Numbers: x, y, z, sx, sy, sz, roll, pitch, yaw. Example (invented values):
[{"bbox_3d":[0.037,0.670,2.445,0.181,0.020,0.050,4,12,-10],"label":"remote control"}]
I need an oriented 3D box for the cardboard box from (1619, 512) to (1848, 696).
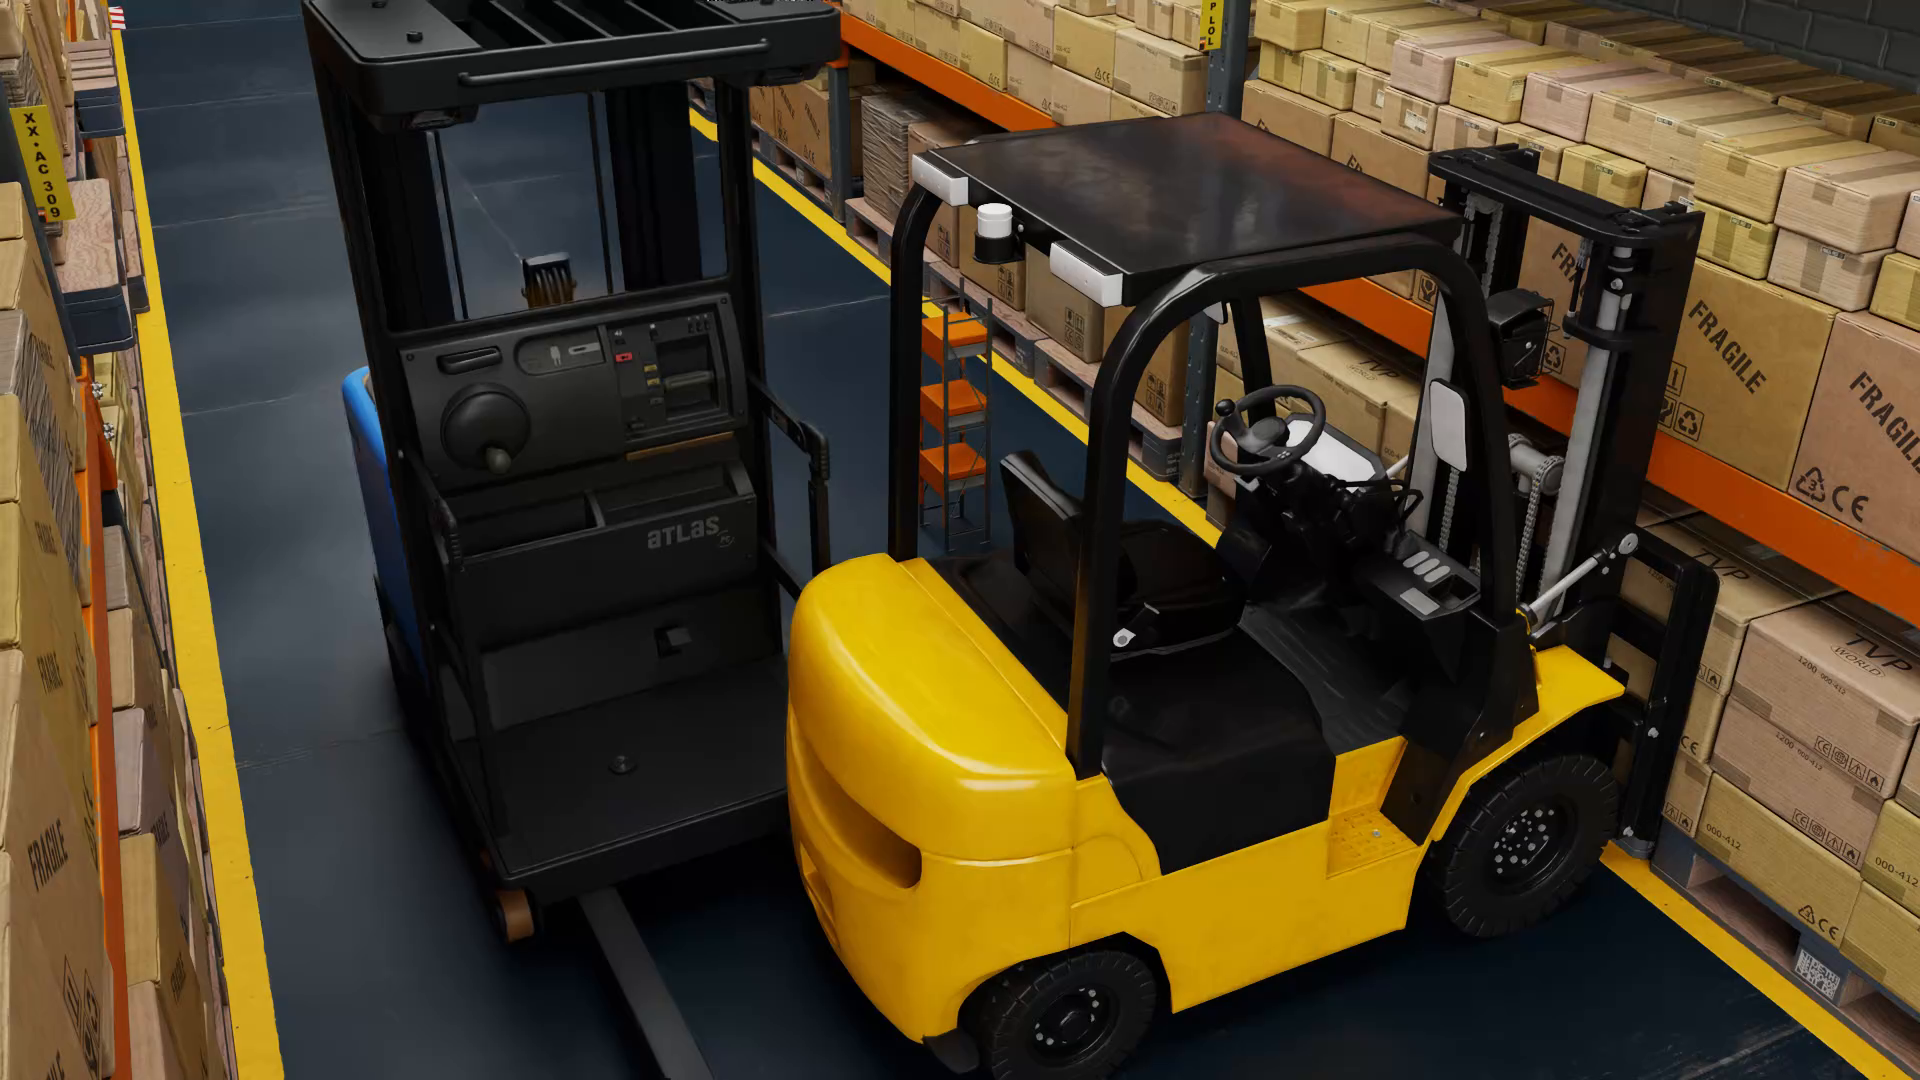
[{"bbox_3d":[2.199,0.159,4.759,0.500,0.250,0.500,-13,32,-21],"label":"cardboard box"}]

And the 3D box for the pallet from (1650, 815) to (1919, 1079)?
[{"bbox_3d":[2.762,1.049,4.663,1.003,0.211,1.213,-13,32,-22],"label":"pallet"}]

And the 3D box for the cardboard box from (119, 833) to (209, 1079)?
[{"bbox_3d":[-1.897,1.017,3.485,0.500,0.500,0.500,-12,32,-21],"label":"cardboard box"}]

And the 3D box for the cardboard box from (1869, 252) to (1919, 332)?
[{"bbox_3d":[2.438,-0.605,3.997,0.380,0.149,0.250,-13,32,-22],"label":"cardboard box"}]

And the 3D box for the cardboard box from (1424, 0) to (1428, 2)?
[{"bbox_3d":[1.821,-1.984,6.151,0.380,0.149,0.250,-13,32,-22],"label":"cardboard box"}]

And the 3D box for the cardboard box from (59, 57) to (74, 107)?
[{"bbox_3d":[-3.873,-1.870,6.845,0.380,0.149,0.250,-13,32,-21],"label":"cardboard box"}]

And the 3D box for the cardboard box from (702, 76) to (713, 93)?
[{"bbox_3d":[-1.571,-3.516,12.080,0.500,0.500,0.500,-14,32,-23],"label":"cardboard box"}]

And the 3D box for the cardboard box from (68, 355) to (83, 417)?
[{"bbox_3d":[-2.657,-0.374,4.606,0.380,0.149,0.250,-13,32,-22],"label":"cardboard box"}]

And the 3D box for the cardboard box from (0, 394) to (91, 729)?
[{"bbox_3d":[-1.977,0.089,3.118,0.500,0.500,0.500,-14,32,-23],"label":"cardboard box"}]

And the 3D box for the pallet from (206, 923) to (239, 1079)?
[{"bbox_3d":[-2.222,1.484,3.888,1.003,0.211,1.213,-13,32,-22],"label":"pallet"}]

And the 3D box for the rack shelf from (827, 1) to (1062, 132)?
[{"bbox_3d":[0.553,-2.175,8.297,1.077,0.370,4.000,-13,32,-22],"label":"rack shelf"}]

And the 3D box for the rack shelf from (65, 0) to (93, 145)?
[{"bbox_3d":[-5.646,-2.898,9.586,1.077,0.370,4.000,-13,32,-22],"label":"rack shelf"}]

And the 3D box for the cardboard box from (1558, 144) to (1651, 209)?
[{"bbox_3d":[1.956,-1.048,4.787,0.380,0.149,0.250,-14,32,-23],"label":"cardboard box"}]

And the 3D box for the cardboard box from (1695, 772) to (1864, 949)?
[{"bbox_3d":[2.436,0.815,4.611,0.500,0.250,0.500,-13,32,-22],"label":"cardboard box"}]

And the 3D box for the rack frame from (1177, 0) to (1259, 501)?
[{"bbox_3d":[1.411,-1.605,6.545,1.000,3.000,0.127,-13,32,-22],"label":"rack frame"}]

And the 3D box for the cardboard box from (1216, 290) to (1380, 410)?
[{"bbox_3d":[1.335,-0.745,6.372,0.500,0.250,0.500,-14,32,-23],"label":"cardboard box"}]

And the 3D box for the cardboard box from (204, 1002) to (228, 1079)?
[{"bbox_3d":[-1.908,1.342,3.672,0.500,0.250,0.500,-11,31,-19],"label":"cardboard box"}]

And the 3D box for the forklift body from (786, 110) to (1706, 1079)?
[{"bbox_3d":[0.667,0.078,4.413,2.313,2.155,1.214,-13,32,-22],"label":"forklift body"}]

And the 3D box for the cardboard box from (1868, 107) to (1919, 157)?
[{"bbox_3d":[2.717,-1.084,4.547,0.380,0.149,0.250,-14,32,-23],"label":"cardboard box"}]

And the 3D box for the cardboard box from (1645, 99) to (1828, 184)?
[{"bbox_3d":[2.120,-1.085,4.548,0.380,0.149,0.250,-13,32,-21],"label":"cardboard box"}]

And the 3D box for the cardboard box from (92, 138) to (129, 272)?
[{"bbox_3d":[-5.009,-1.907,8.827,0.875,0.875,0.875,-13,32,-22],"label":"cardboard box"}]

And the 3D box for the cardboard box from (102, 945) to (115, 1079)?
[{"bbox_3d":[-1.541,0.757,2.589,0.380,0.149,0.250,-13,32,-21],"label":"cardboard box"}]

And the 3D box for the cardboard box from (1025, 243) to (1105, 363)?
[{"bbox_3d":[0.851,-1.325,8.045,0.875,0.625,0.625,-13,32,-22],"label":"cardboard box"}]

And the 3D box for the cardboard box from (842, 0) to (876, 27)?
[{"bbox_3d":[-0.336,-3.059,9.292,0.500,0.250,0.500,-13,32,-22],"label":"cardboard box"}]

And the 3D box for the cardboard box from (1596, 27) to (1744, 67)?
[{"bbox_3d":[2.274,-1.534,5.349,0.380,0.149,0.250,-14,32,-23],"label":"cardboard box"}]

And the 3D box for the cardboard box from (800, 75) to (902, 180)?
[{"bbox_3d":[-0.682,-2.607,10.458,0.500,0.500,0.500,-12,31,-21],"label":"cardboard box"}]

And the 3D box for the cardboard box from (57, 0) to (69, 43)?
[{"bbox_3d":[-4.770,-2.532,8.351,0.500,0.250,0.500,-14,32,-23],"label":"cardboard box"}]

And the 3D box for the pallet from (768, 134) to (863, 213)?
[{"bbox_3d":[-0.592,-2.493,10.981,1.003,0.211,1.213,-13,32,-22],"label":"pallet"}]

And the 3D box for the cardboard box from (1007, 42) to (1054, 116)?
[{"bbox_3d":[0.552,-2.154,7.678,0.500,0.250,0.500,-13,32,-22],"label":"cardboard box"}]

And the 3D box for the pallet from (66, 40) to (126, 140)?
[{"bbox_3d":[-4.385,-1.952,7.360,1.213,0.211,1.003,-13,32,-22],"label":"pallet"}]

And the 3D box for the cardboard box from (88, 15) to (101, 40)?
[{"bbox_3d":[-6.677,-3.461,12.045,0.875,0.438,0.875,-14,32,-23],"label":"cardboard box"}]

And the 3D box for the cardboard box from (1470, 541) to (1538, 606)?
[{"bbox_3d":[1.979,0.141,5.302,0.500,0.250,0.500,-13,32,-22],"label":"cardboard box"}]

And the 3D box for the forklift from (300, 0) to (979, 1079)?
[{"bbox_3d":[-0.953,-0.391,4.451,1.130,2.935,3.031,-14,32,-24],"label":"forklift"}]

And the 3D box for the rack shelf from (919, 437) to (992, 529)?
[{"bbox_3d":[-0.023,-0.230,6.676,0.215,0.259,0.240,-13,32,-22],"label":"rack shelf"}]

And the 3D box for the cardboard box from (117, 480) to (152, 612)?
[{"bbox_3d":[-3.298,0.171,5.636,0.950,0.372,0.625,-13,32,-21],"label":"cardboard box"}]

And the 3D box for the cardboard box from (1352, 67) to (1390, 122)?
[{"bbox_3d":[1.560,-1.512,5.615,0.380,0.149,0.250,-13,32,-22],"label":"cardboard box"}]

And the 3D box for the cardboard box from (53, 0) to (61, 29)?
[{"bbox_3d":[-4.341,-2.542,7.381,0.500,0.500,0.500,-14,32,-23],"label":"cardboard box"}]

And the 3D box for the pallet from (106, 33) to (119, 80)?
[{"bbox_3d":[-7.288,-3.771,13.259,1.003,0.211,1.213,-13,32,-22],"label":"pallet"}]

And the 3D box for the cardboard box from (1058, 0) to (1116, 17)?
[{"bbox_3d":[0.647,-2.354,7.115,0.380,0.149,0.250,-14,32,-24],"label":"cardboard box"}]

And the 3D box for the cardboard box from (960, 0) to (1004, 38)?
[{"bbox_3d":[0.328,-2.601,7.963,0.500,0.250,0.500,-13,32,-21],"label":"cardboard box"}]

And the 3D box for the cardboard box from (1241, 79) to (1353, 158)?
[{"bbox_3d":[1.366,-1.398,6.074,0.500,0.500,0.500,-14,32,-23],"label":"cardboard box"}]

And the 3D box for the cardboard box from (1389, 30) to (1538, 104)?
[{"bbox_3d":[1.609,-1.516,5.316,0.380,0.149,0.250,-12,32,-21],"label":"cardboard box"}]

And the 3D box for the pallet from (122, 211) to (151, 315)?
[{"bbox_3d":[-5.058,-1.476,9.166,1.003,0.211,1.213,-13,32,-22],"label":"pallet"}]

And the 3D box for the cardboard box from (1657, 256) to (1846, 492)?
[{"bbox_3d":[2.245,-0.501,4.475,0.500,0.500,0.500,-14,32,-23],"label":"cardboard box"}]

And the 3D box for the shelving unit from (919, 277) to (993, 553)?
[{"bbox_3d":[-0.023,-0.482,6.535,0.215,1.050,0.252,-13,32,-22],"label":"shelving unit"}]

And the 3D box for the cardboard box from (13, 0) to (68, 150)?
[{"bbox_3d":[-3.428,-1.627,5.750,0.500,0.500,0.500,-13,32,-22],"label":"cardboard box"}]

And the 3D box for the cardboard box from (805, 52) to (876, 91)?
[{"bbox_3d":[-0.747,-2.913,10.341,0.380,0.149,0.250,-15,32,-24],"label":"cardboard box"}]
